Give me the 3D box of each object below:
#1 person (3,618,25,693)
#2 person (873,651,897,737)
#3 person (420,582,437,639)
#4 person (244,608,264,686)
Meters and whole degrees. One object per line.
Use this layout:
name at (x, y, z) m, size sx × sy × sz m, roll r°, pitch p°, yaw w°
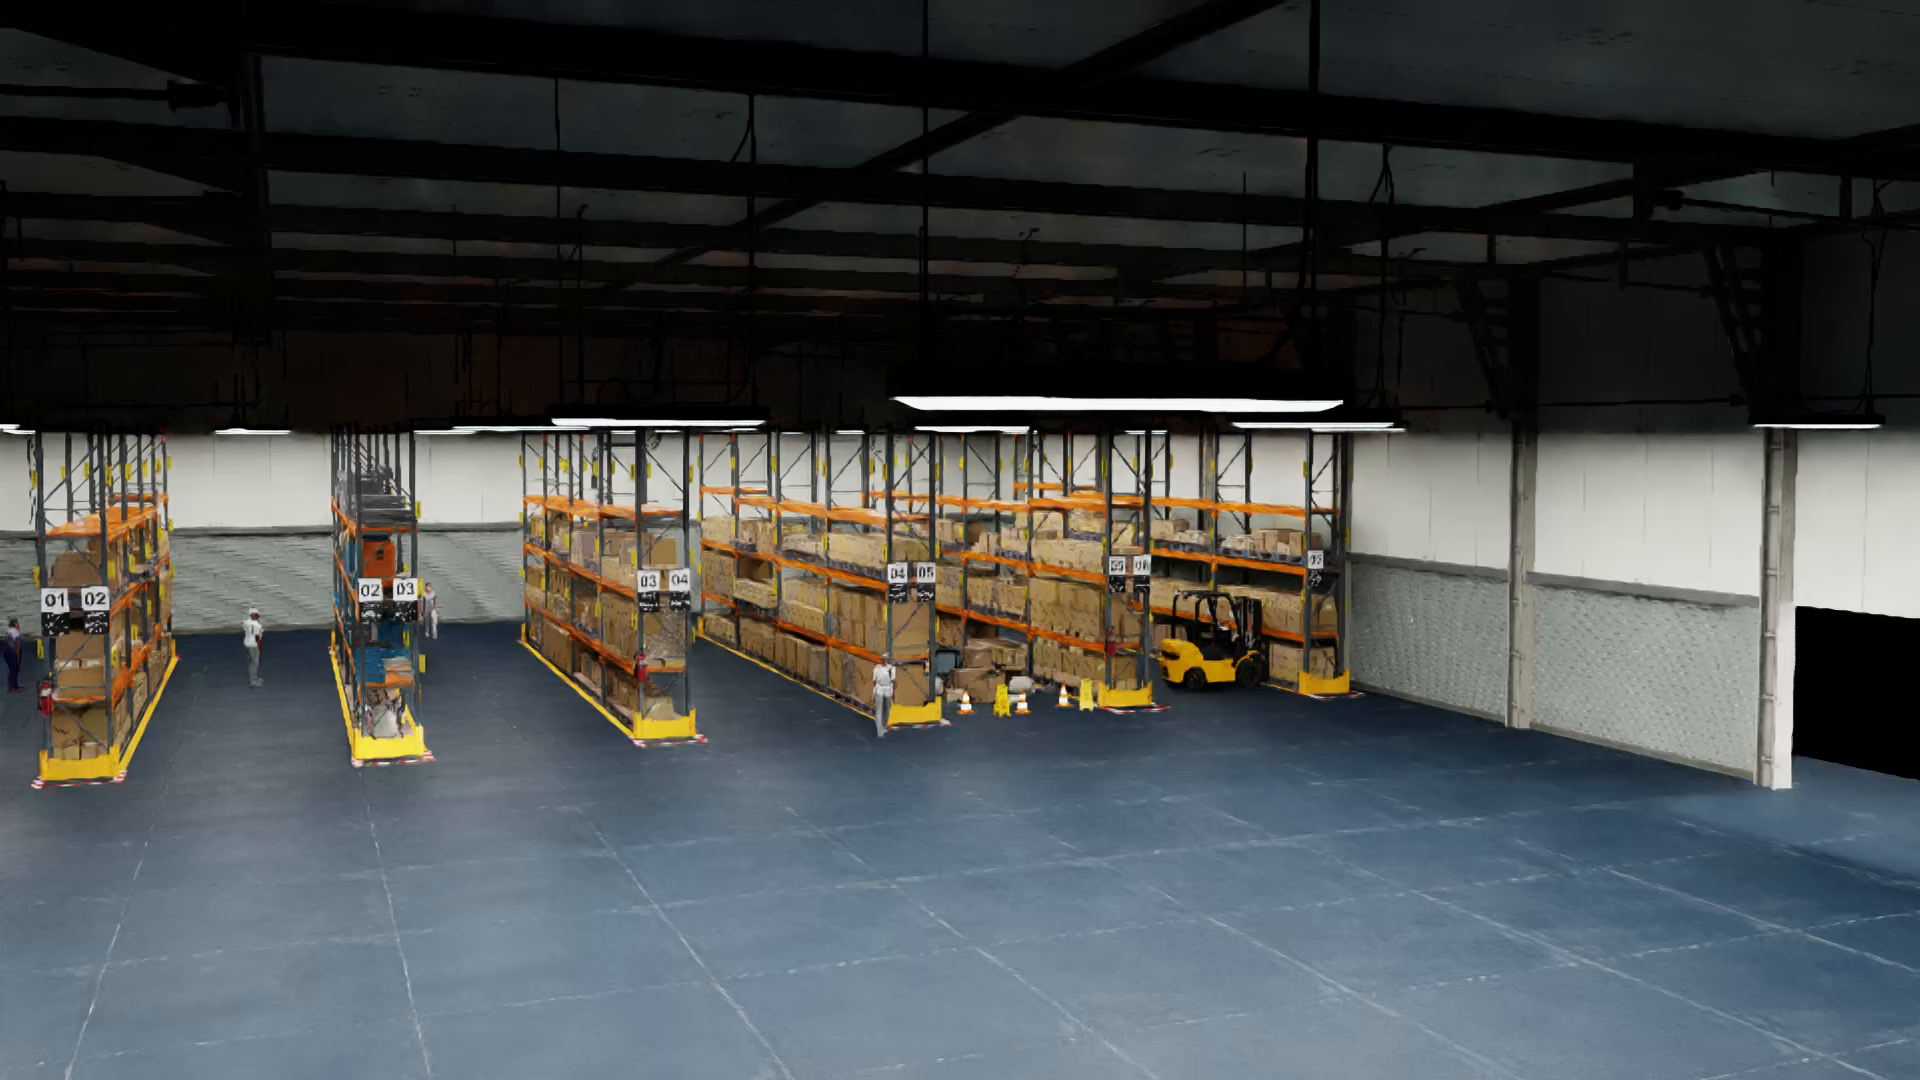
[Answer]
person at (-21.106, 2.564, 37.174) m, size 0.577 × 1.657 × 0.445 m, roll 3°, pitch 5°, yaw 42°
person at (-1.433, 2.912, 31.719) m, size 0.441 × 1.623 × 1.000 m, roll -1°, pitch 4°, yaw -13°
person at (-15.013, 1.975, 47.008) m, size 0.446 × 1.590 × 1.109 m, roll -1°, pitch 4°, yaw -19°
person at (-16.171, 2.434, 38.181) m, size 0.645 × 1.772 × 0.464 m, roll 3°, pitch 5°, yaw 42°
